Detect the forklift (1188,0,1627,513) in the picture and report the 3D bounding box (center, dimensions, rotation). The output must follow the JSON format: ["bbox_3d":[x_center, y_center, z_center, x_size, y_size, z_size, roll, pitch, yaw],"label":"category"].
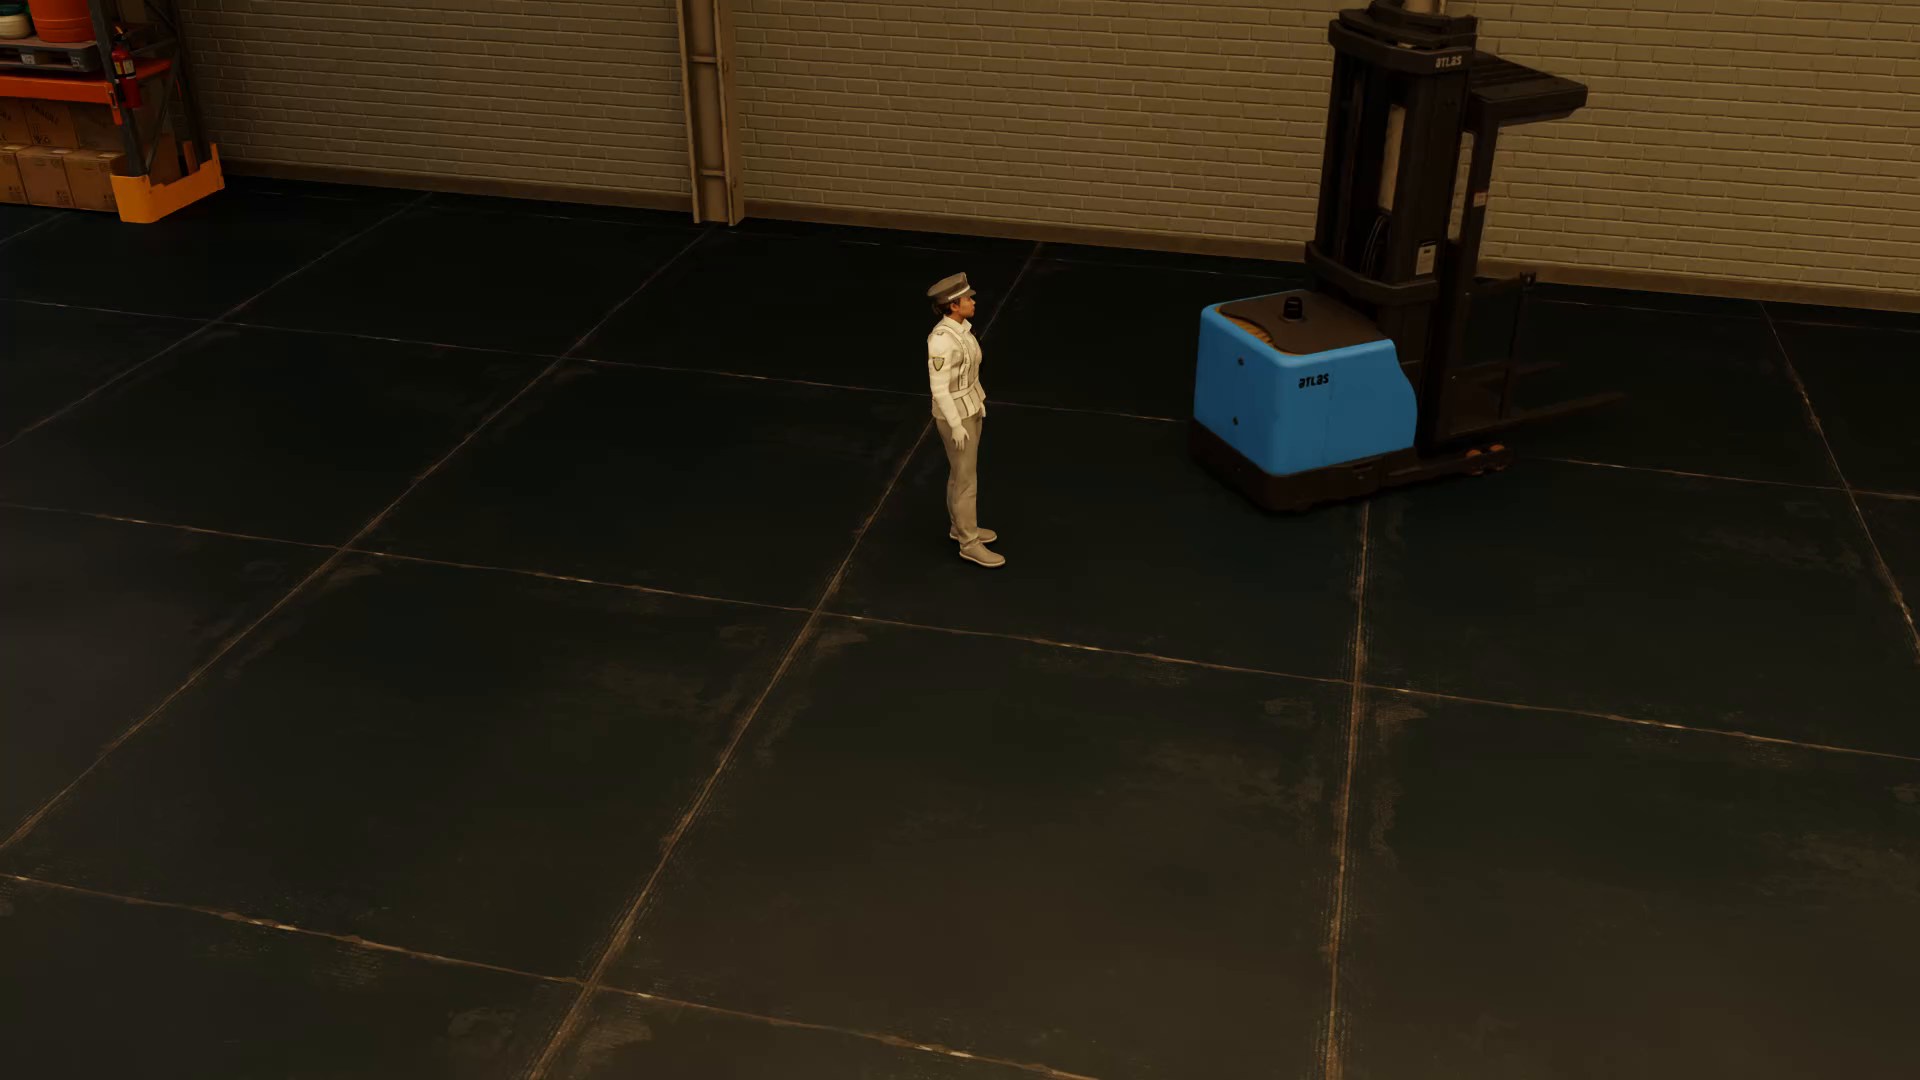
[{"bbox_3d":[3.081,-1.920,10.559,3.031,2.935,1.130,-13,32,-21],"label":"forklift"}]

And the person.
[{"bbox_3d":[0.065,-0.732,9.702,0.530,1.694,0.586,7,30,12],"label":"person"}]
